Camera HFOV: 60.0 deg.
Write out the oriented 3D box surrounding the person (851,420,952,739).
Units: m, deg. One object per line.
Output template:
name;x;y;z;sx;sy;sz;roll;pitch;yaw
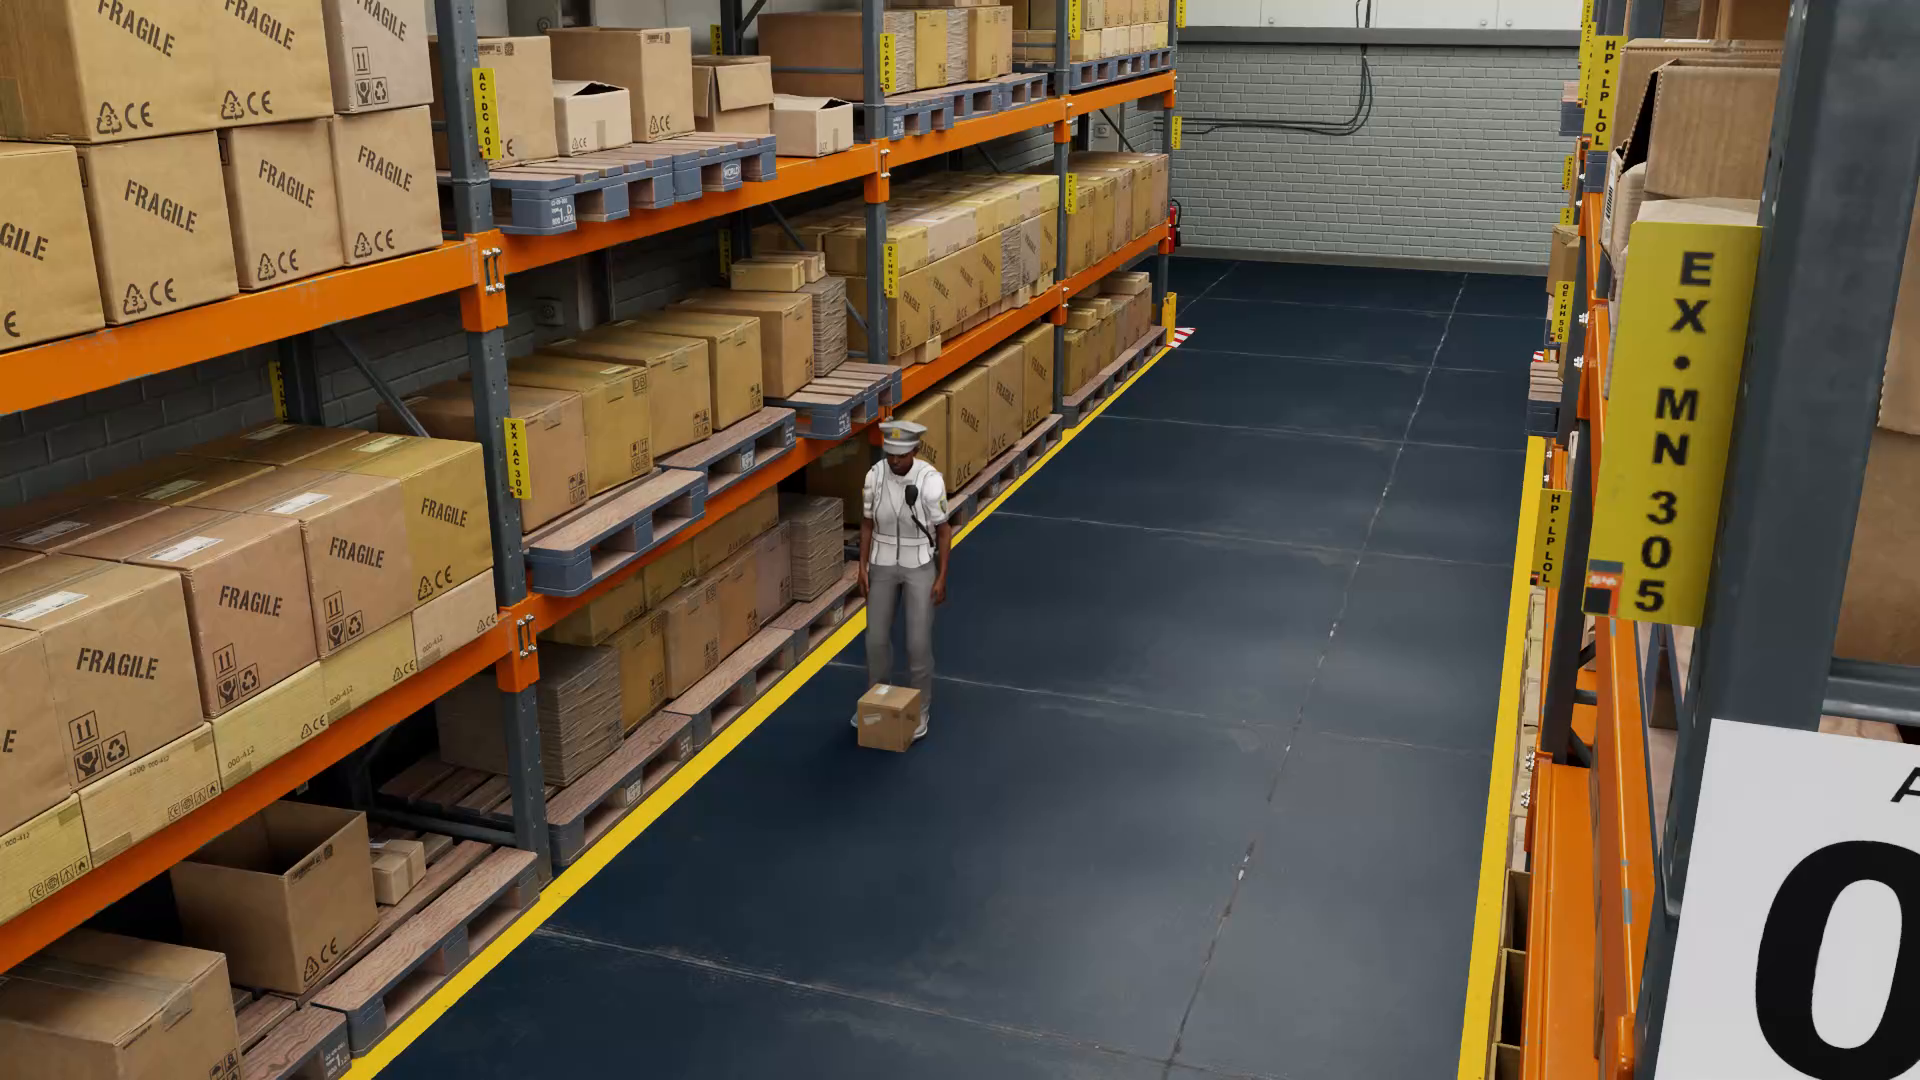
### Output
person;-0.305;0.181;8.535;0.510;1.657;0.425;6;20;16
